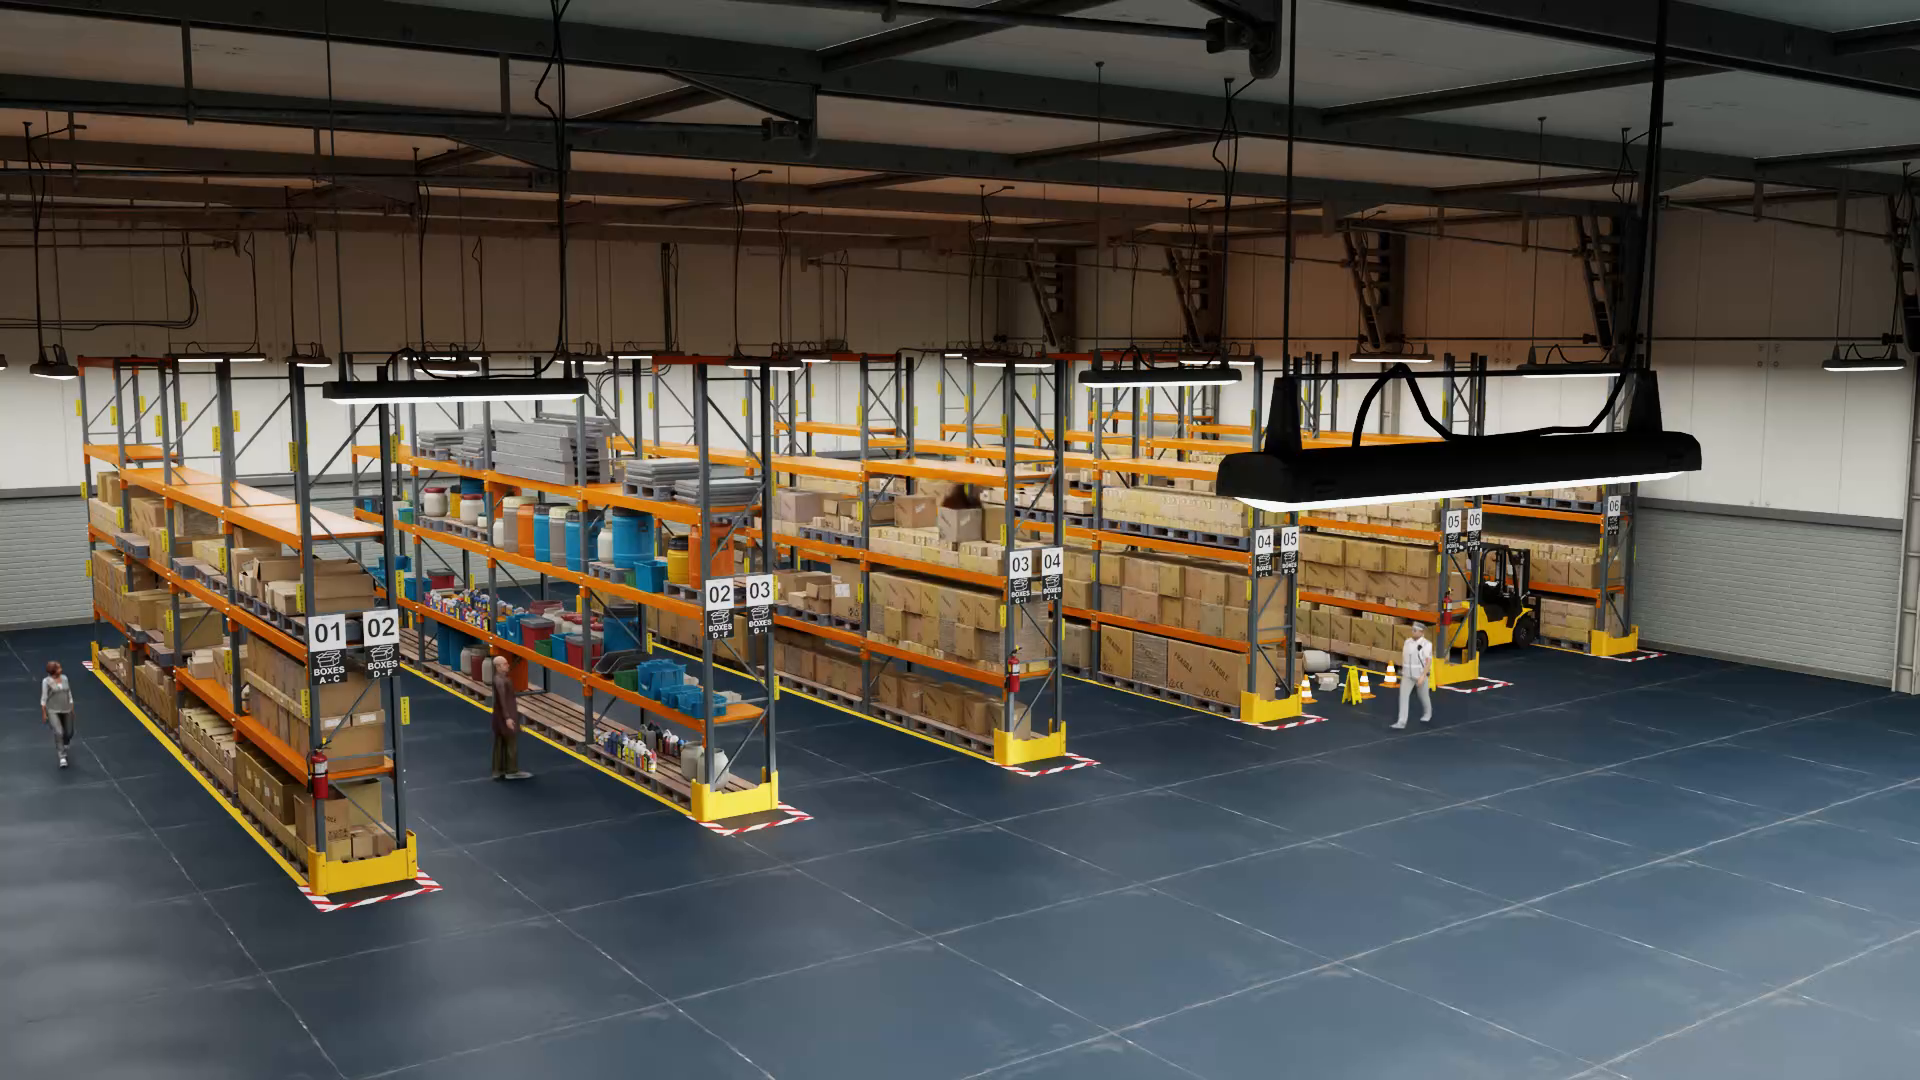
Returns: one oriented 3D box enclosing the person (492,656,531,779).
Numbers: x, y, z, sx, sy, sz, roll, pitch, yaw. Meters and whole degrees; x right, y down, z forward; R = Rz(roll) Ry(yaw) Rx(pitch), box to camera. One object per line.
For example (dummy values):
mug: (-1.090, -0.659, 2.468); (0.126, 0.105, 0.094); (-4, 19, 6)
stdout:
person: (-6.528, 2.548, 23.989); (0.514, 1.787, 0.603); (-5, 9, -38)

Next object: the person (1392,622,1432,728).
person: (7.415, 2.186, 27.066); (0.511, 1.729, 1.042); (4, 8, 32)

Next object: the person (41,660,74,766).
person: (-13.428, 2.563, 24.737); (0.442, 1.531, 0.703); (-6, 9, -40)
